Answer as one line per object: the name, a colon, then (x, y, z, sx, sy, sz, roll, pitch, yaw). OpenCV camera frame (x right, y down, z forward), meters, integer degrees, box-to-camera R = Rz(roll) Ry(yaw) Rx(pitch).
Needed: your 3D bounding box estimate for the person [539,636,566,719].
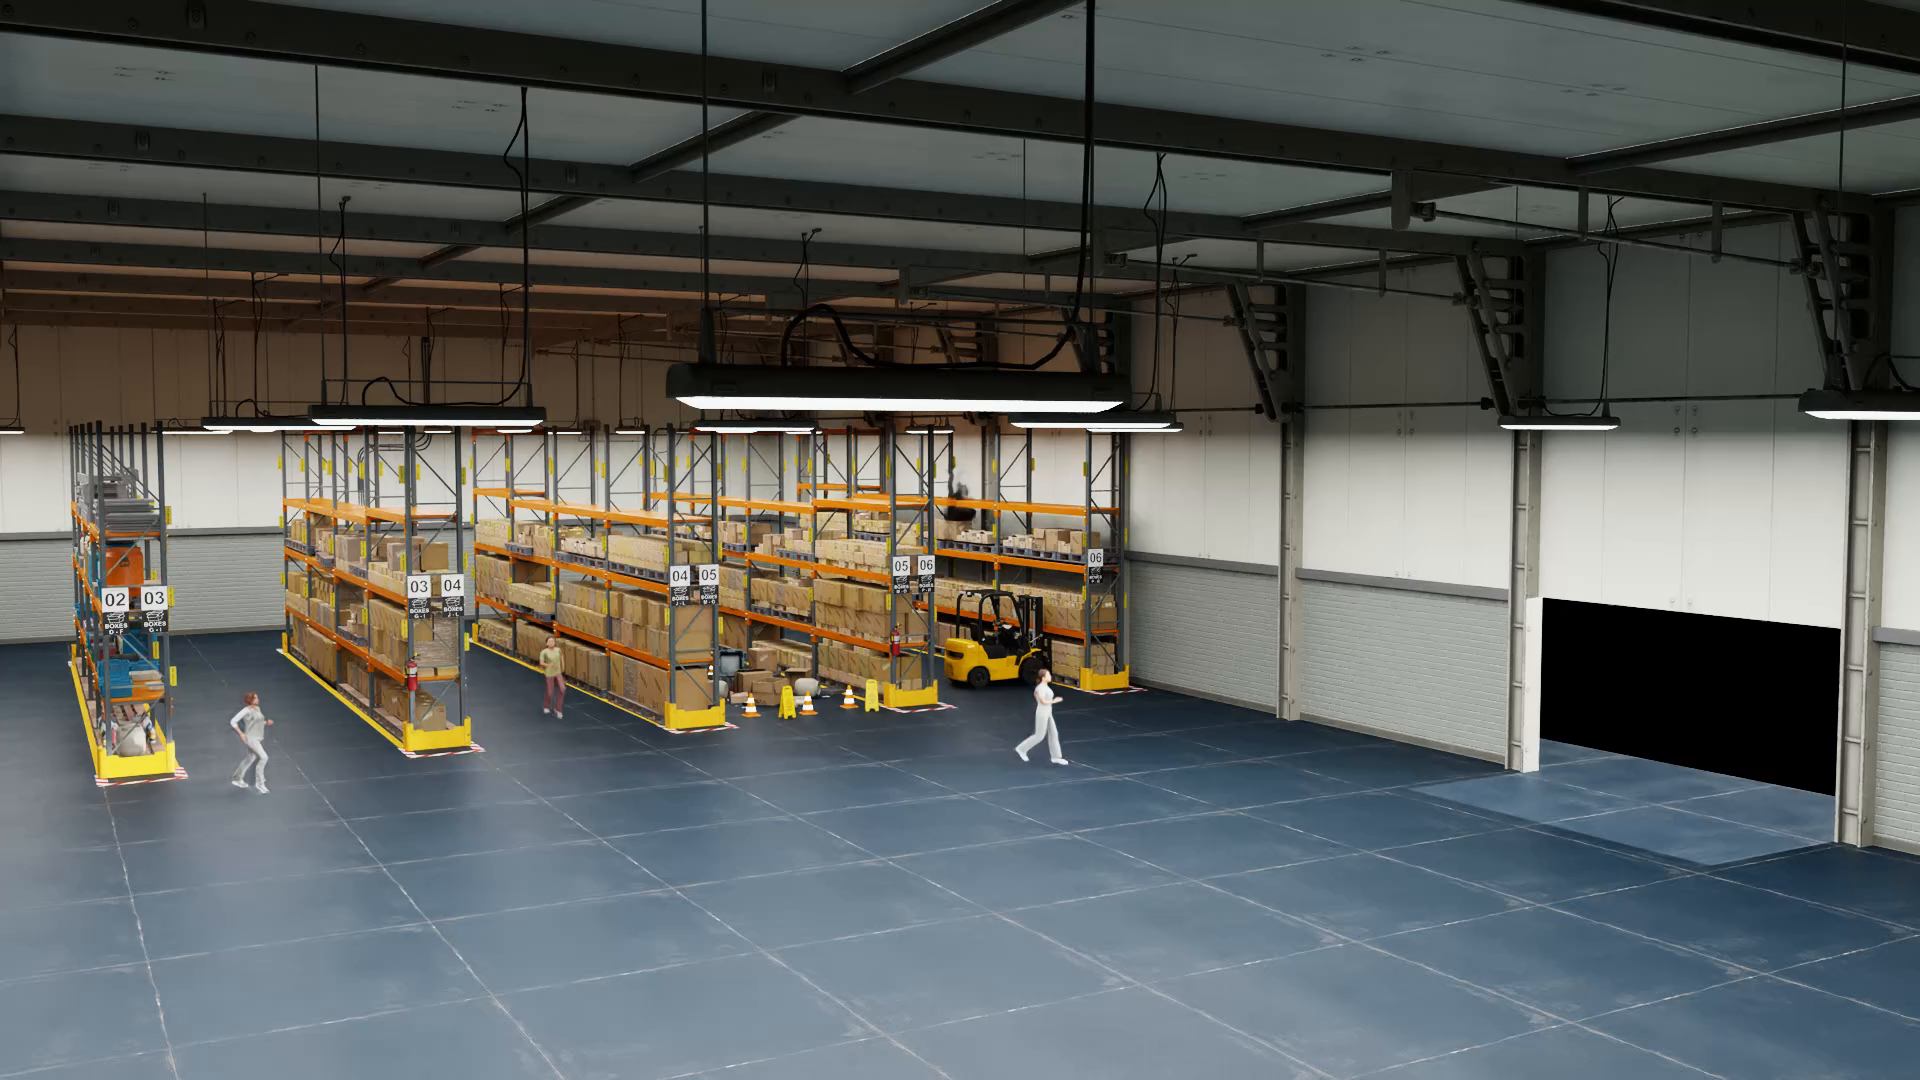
person: (-8.351, 2.804, 34.088, 0.579, 1.694, 0.720, -2, 4, -33)

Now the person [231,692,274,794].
person: (-11.407, 3.276, 26.797, 0.725, 1.622, 0.507, 0, 4, -2)

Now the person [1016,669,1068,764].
person: (1.434, 3.071, 28.998, 0.929, 1.662, 0.584, 1, 4, 14)
